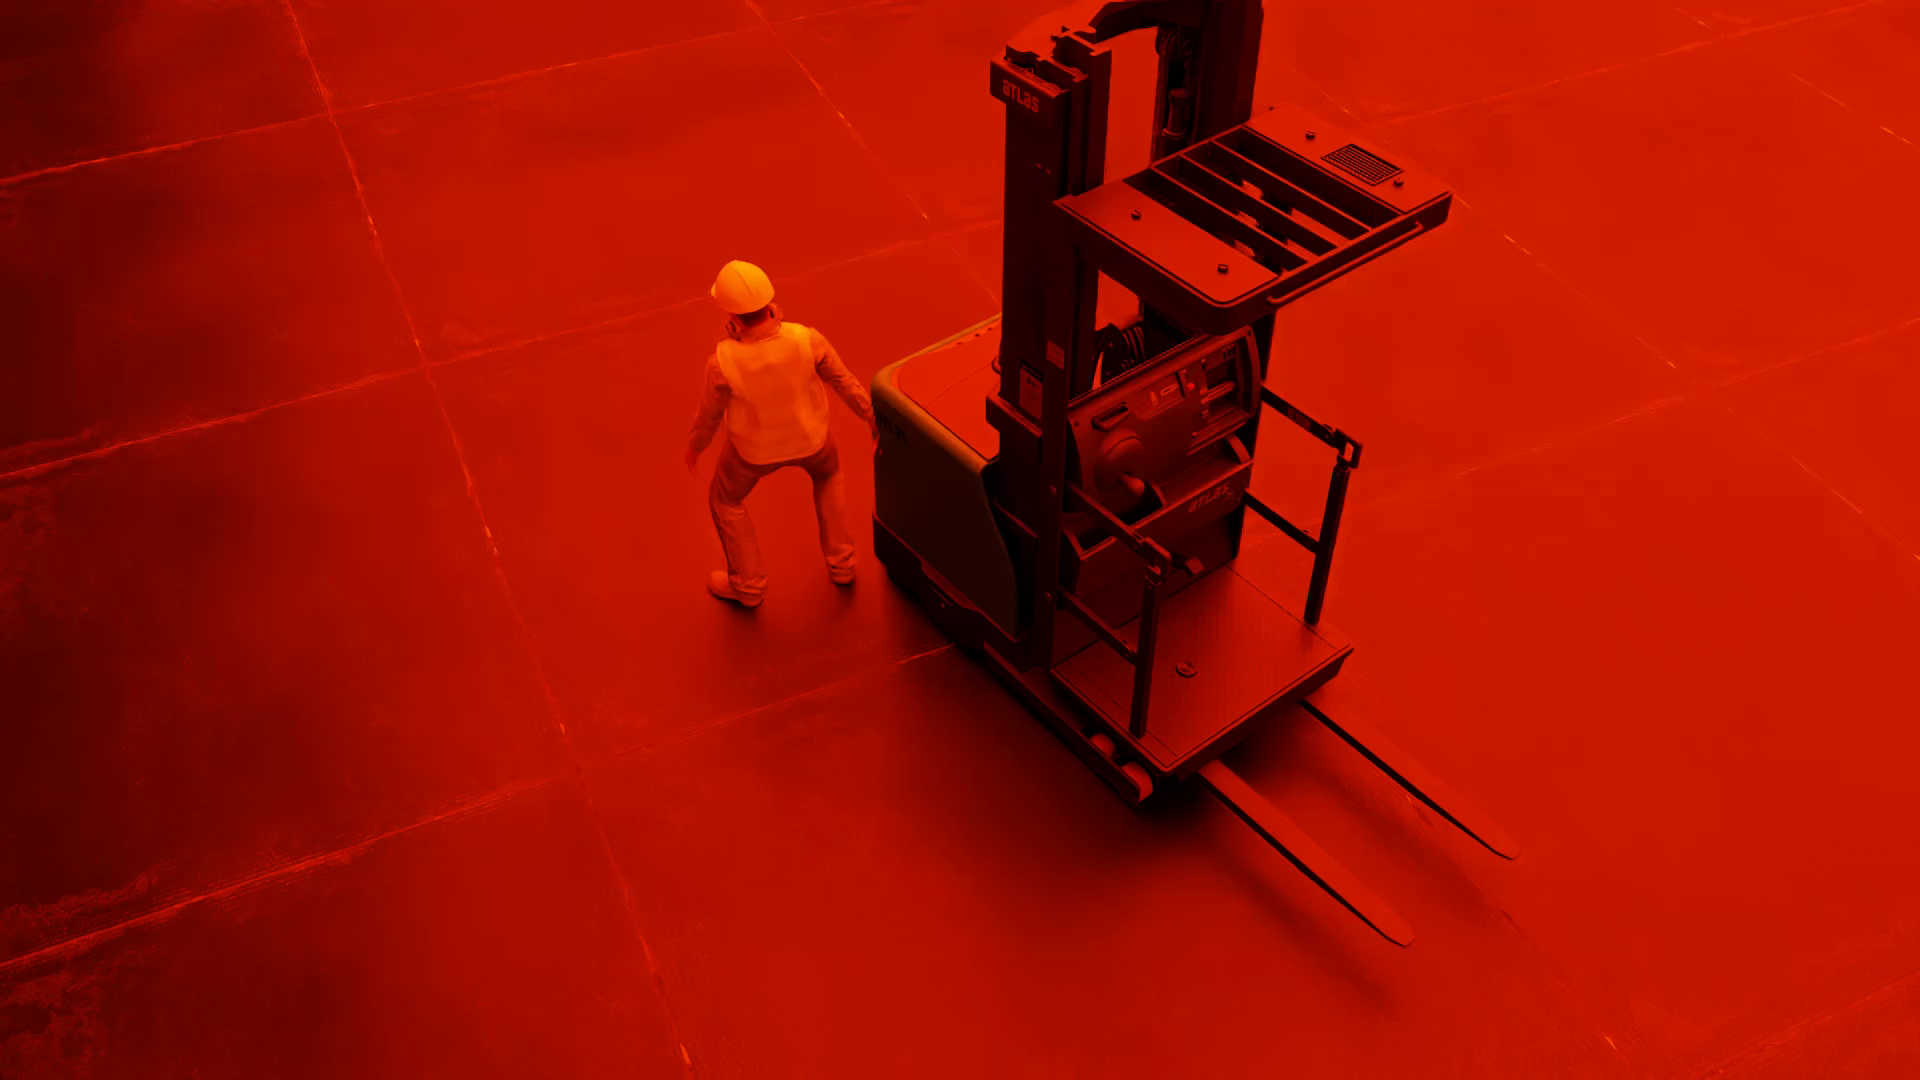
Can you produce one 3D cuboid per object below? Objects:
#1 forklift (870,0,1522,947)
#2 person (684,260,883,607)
[{"bbox_3d":[0.912,-0.403,6.112,1.130,2.935,3.031,-28,50,-27],"label":"forklift"},{"bbox_3d":[-0.749,-0.470,7.101,0.870,1.689,0.470,-9,44,-10],"label":"person"}]
